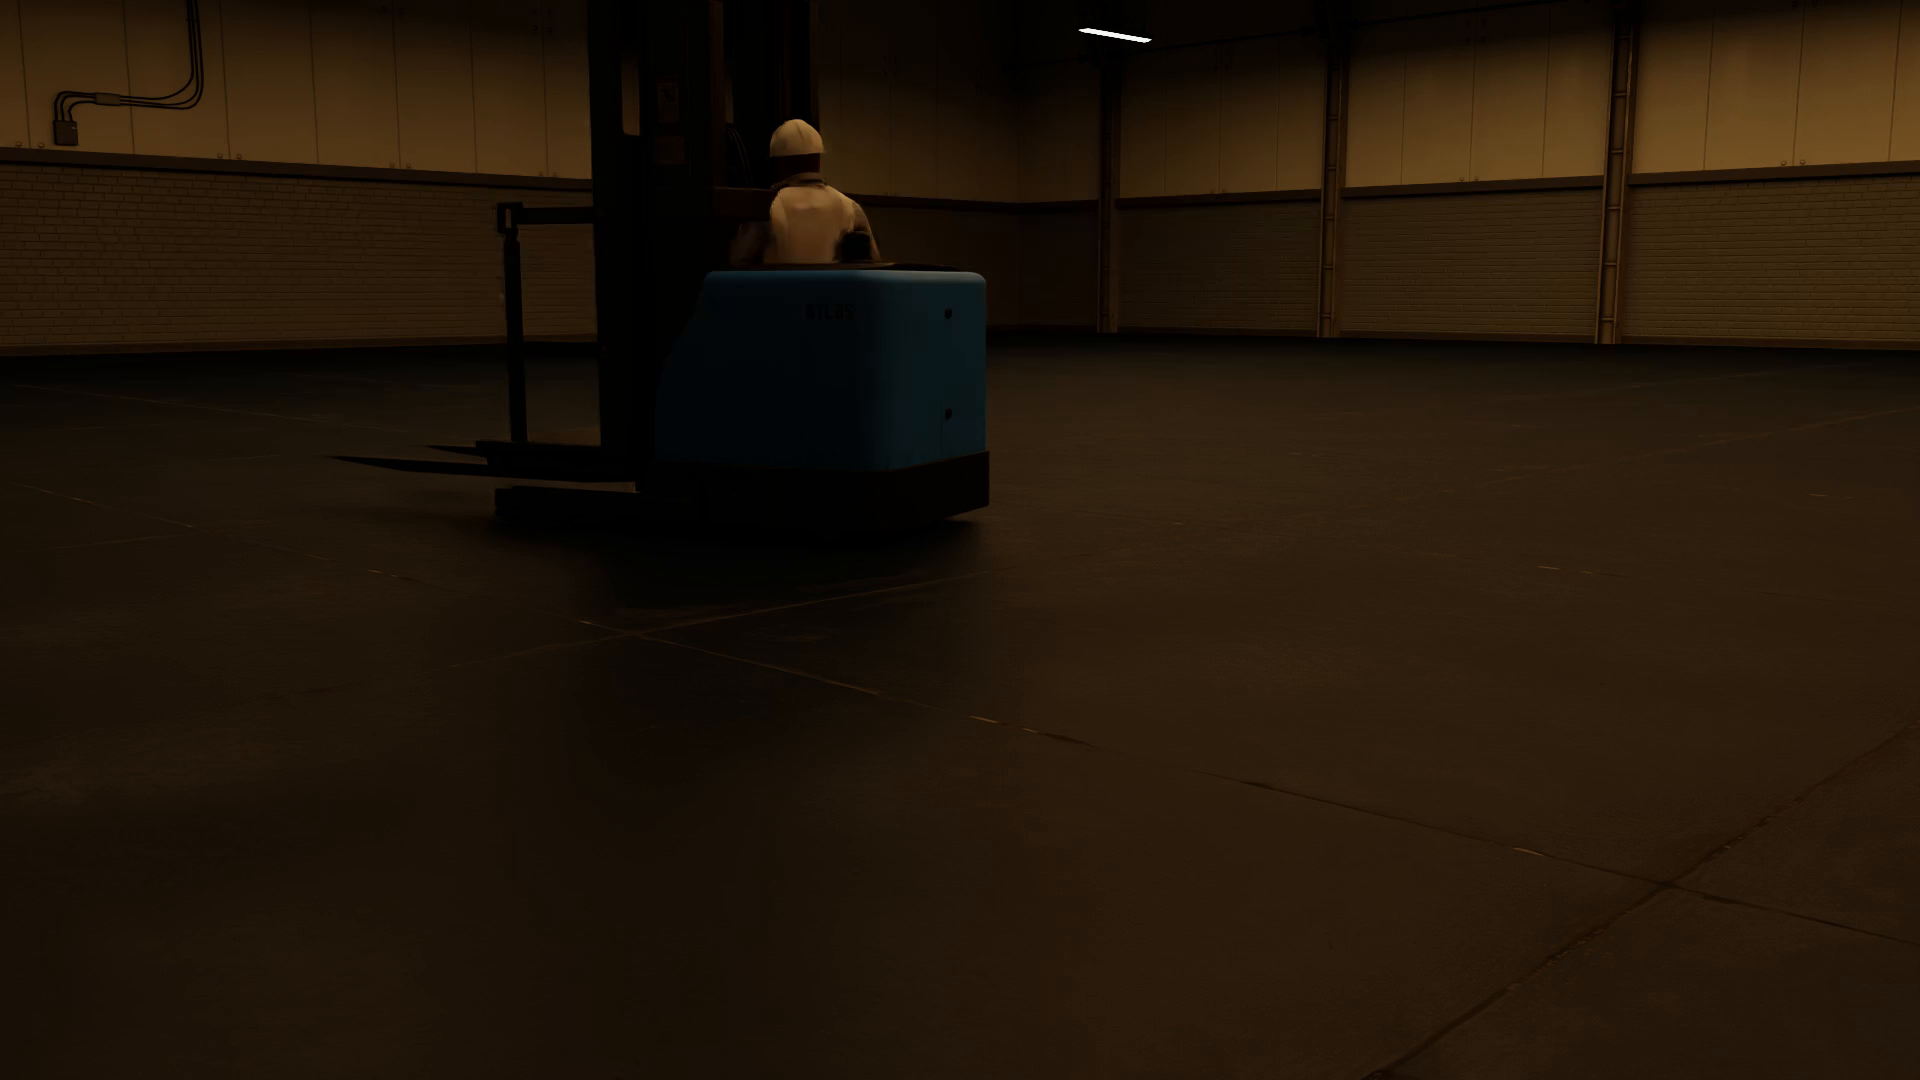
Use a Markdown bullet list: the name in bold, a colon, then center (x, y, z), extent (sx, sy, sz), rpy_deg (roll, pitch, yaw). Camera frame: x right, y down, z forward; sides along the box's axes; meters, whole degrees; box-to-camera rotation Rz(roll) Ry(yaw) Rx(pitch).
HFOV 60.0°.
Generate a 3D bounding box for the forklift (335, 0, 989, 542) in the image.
- **forklift**: center (-1.430, -1.565, 7.268), extent (3.031, 2.935, 1.130), rpy_deg (4, 9, 25)

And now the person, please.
- **person**: center (-0.702, -0.916, 7.122), extent (0.796, 1.703, 0.617), rpy_deg (-3, 9, -19)
